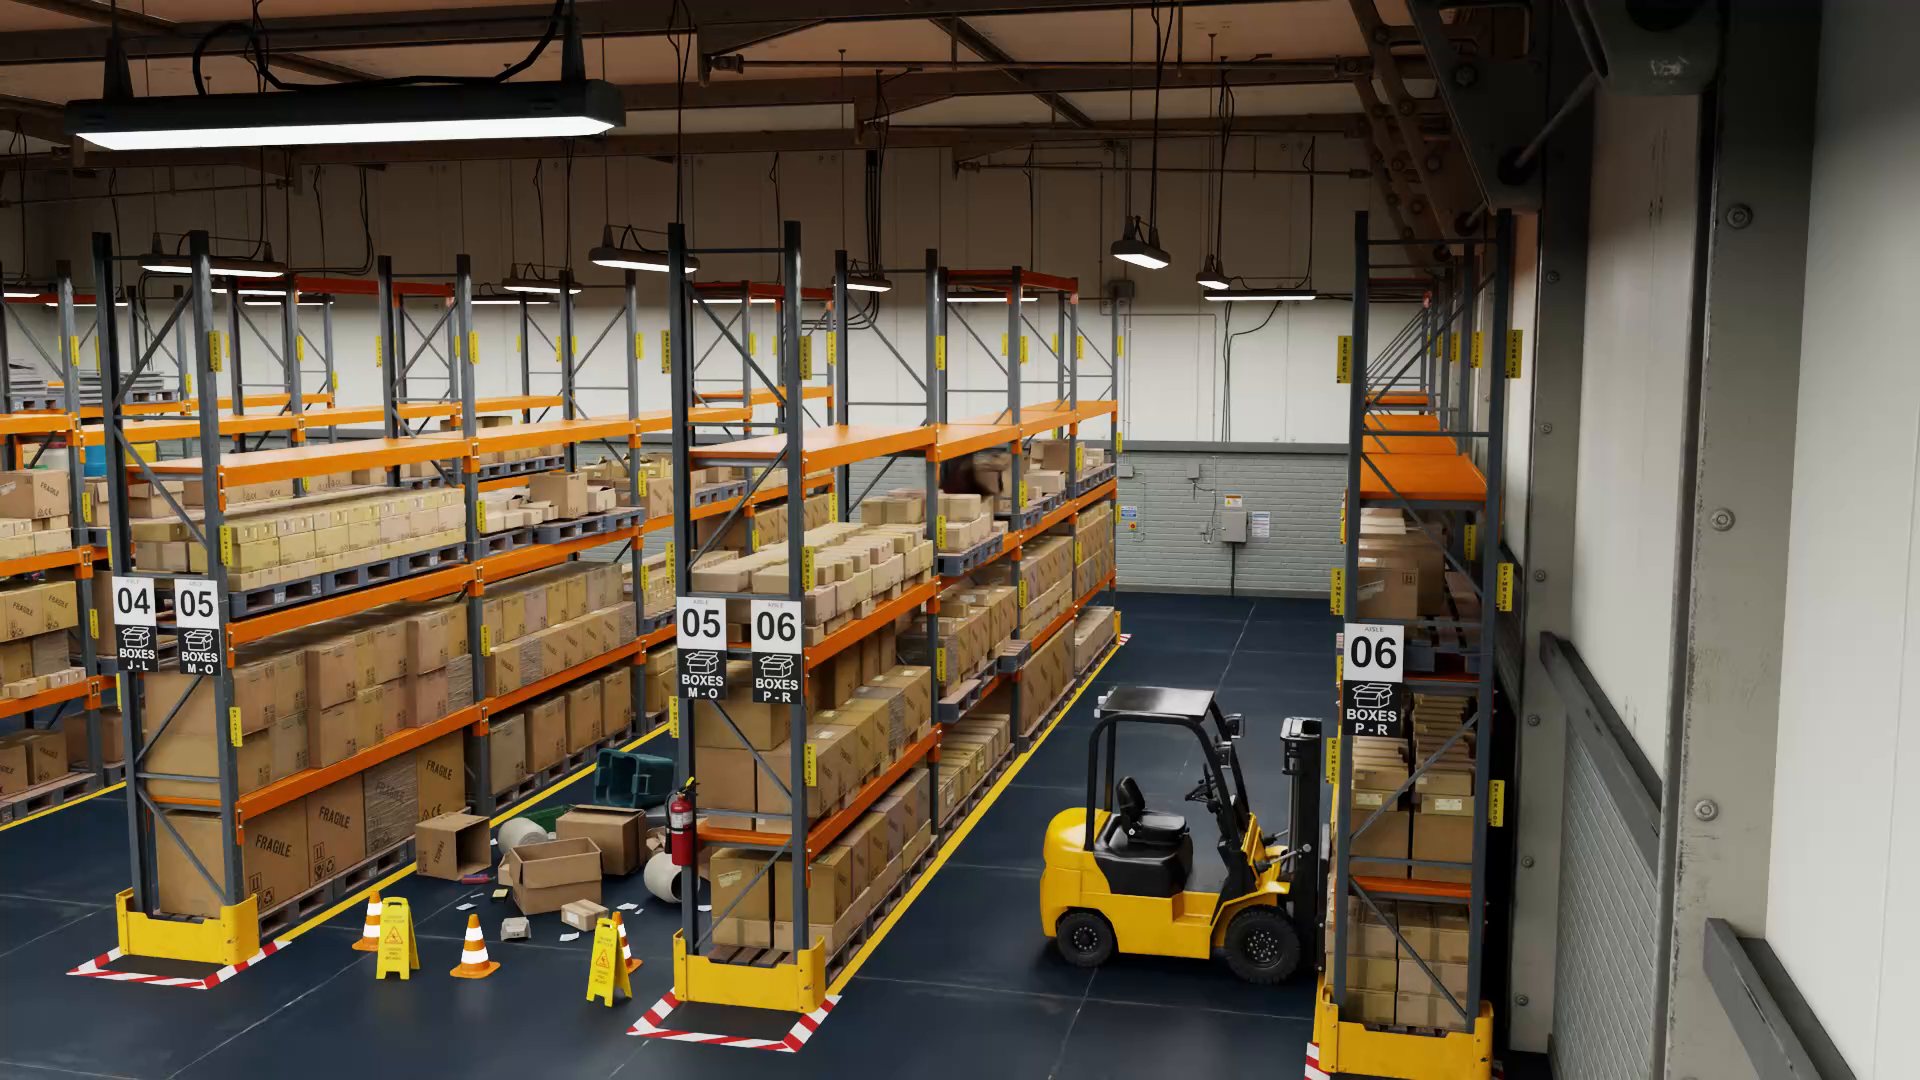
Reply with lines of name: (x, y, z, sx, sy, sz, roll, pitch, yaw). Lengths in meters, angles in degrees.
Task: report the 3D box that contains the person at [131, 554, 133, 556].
person: (-17.316, 0.139, 34.468, 0.732, 1.636, 0.462, 4, 8, 33)
